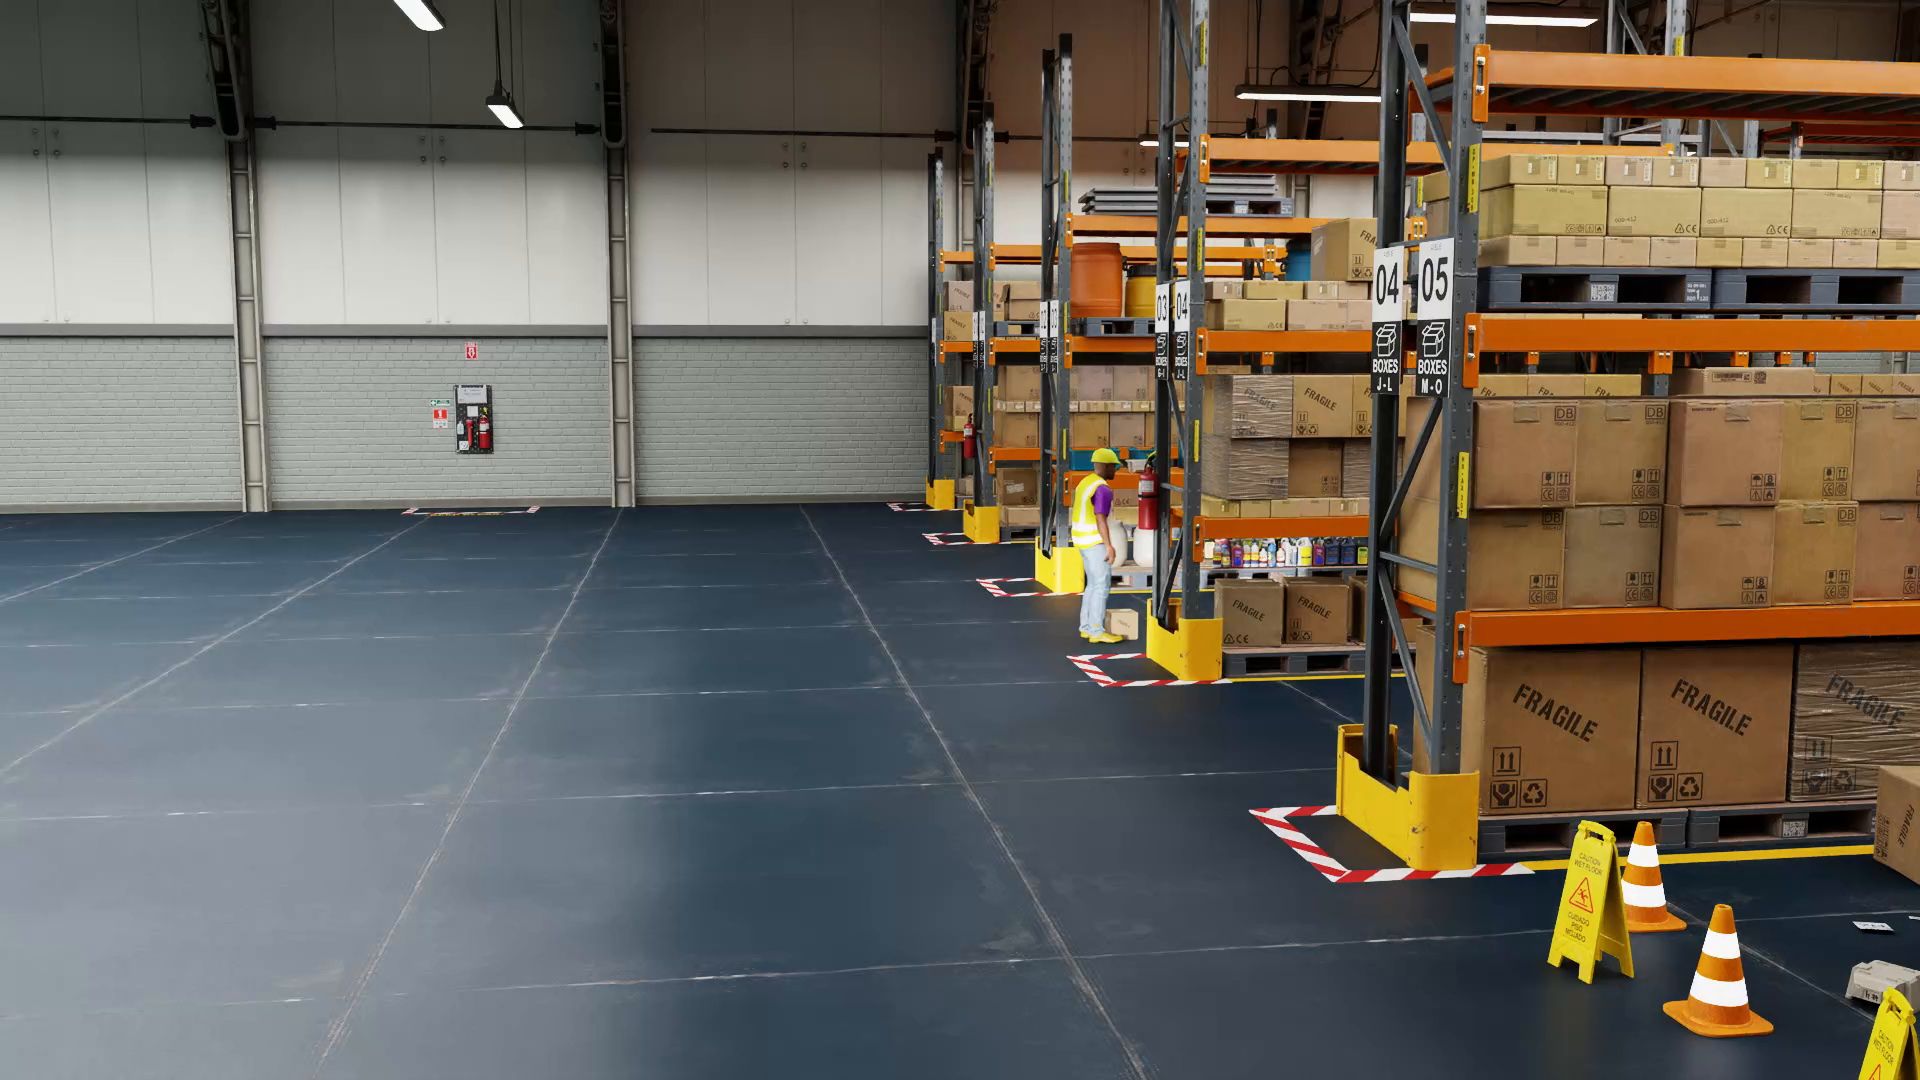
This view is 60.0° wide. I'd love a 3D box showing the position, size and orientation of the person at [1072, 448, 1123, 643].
[{"bbox_3d":[1.272,0.037,15.299,0.454,1.761,0.636,-1,7,-11],"label":"person"}]
